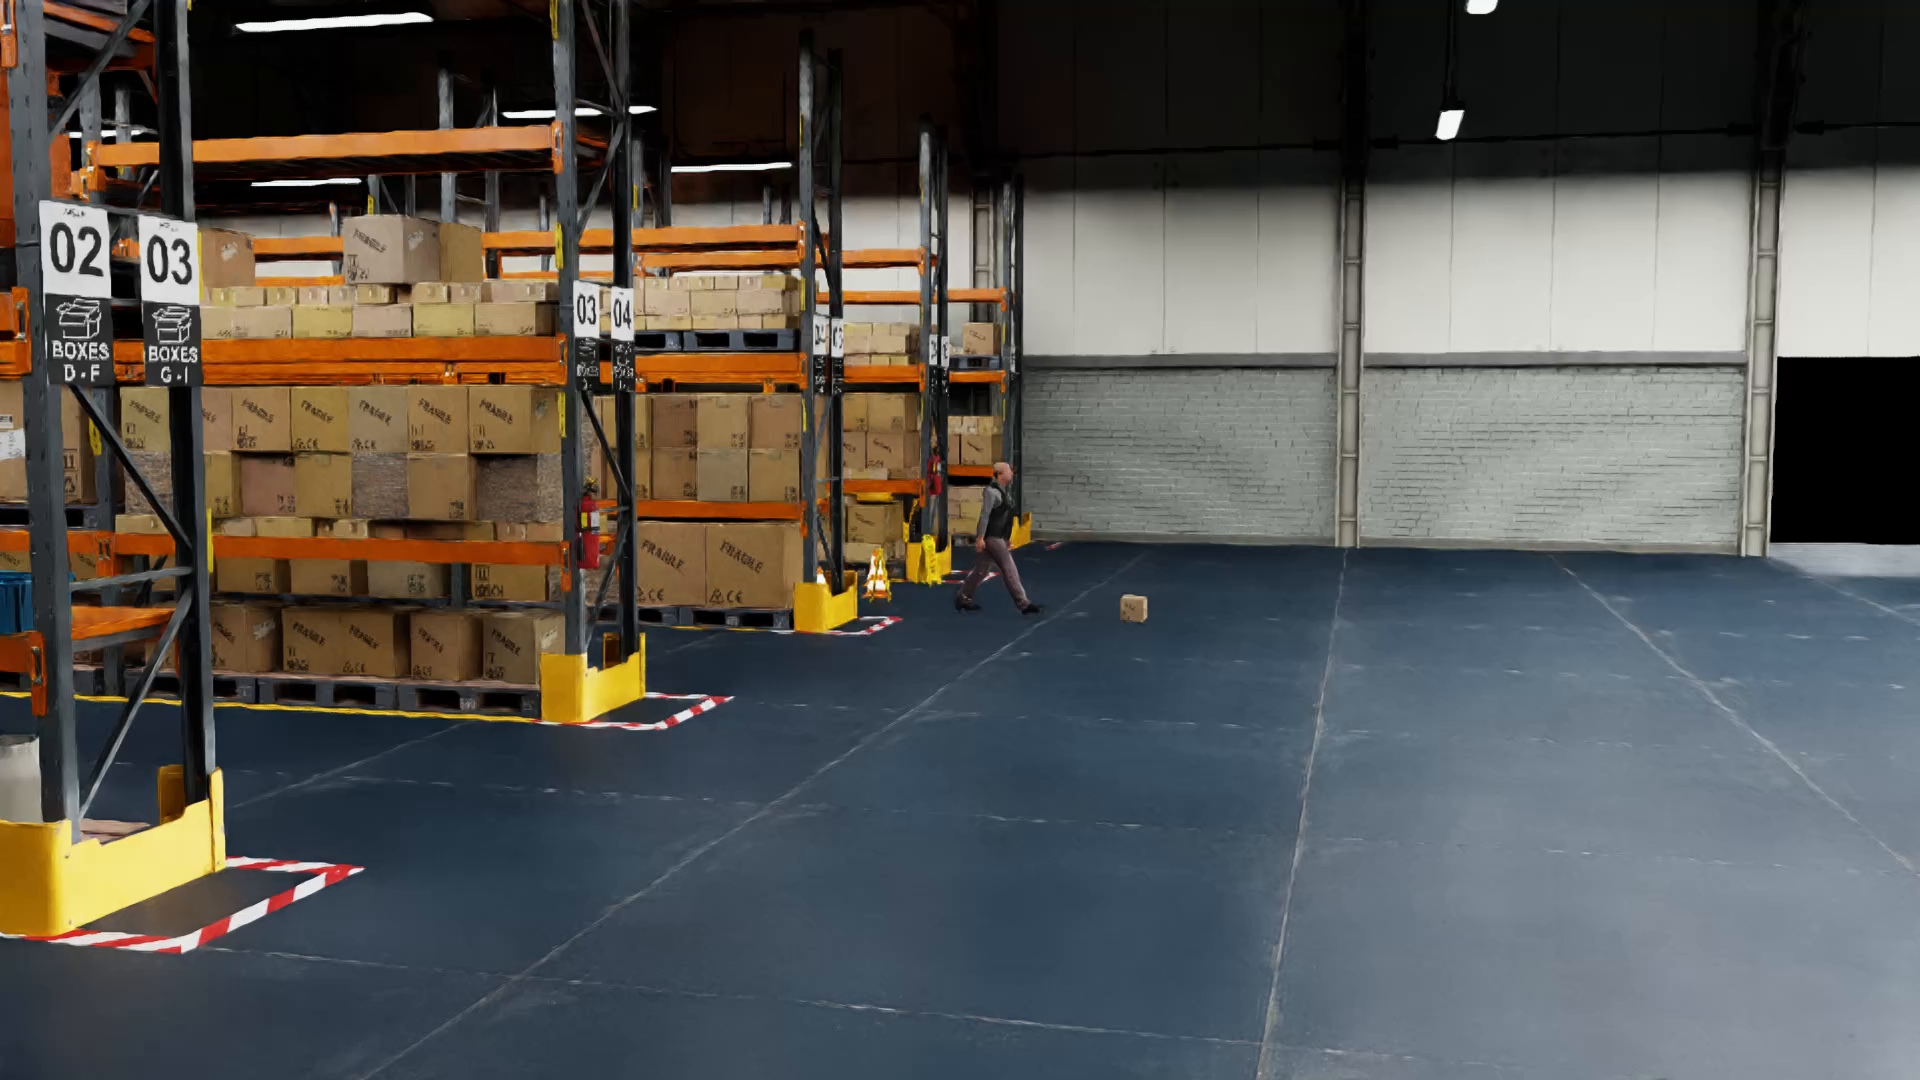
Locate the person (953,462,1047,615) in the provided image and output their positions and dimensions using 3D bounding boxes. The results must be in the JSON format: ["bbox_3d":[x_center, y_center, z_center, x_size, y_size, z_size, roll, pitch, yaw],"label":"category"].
[{"bbox_3d":[0.446,-0.030,18.131,1.072,1.652,0.553,1,5,12],"label":"person"}]
